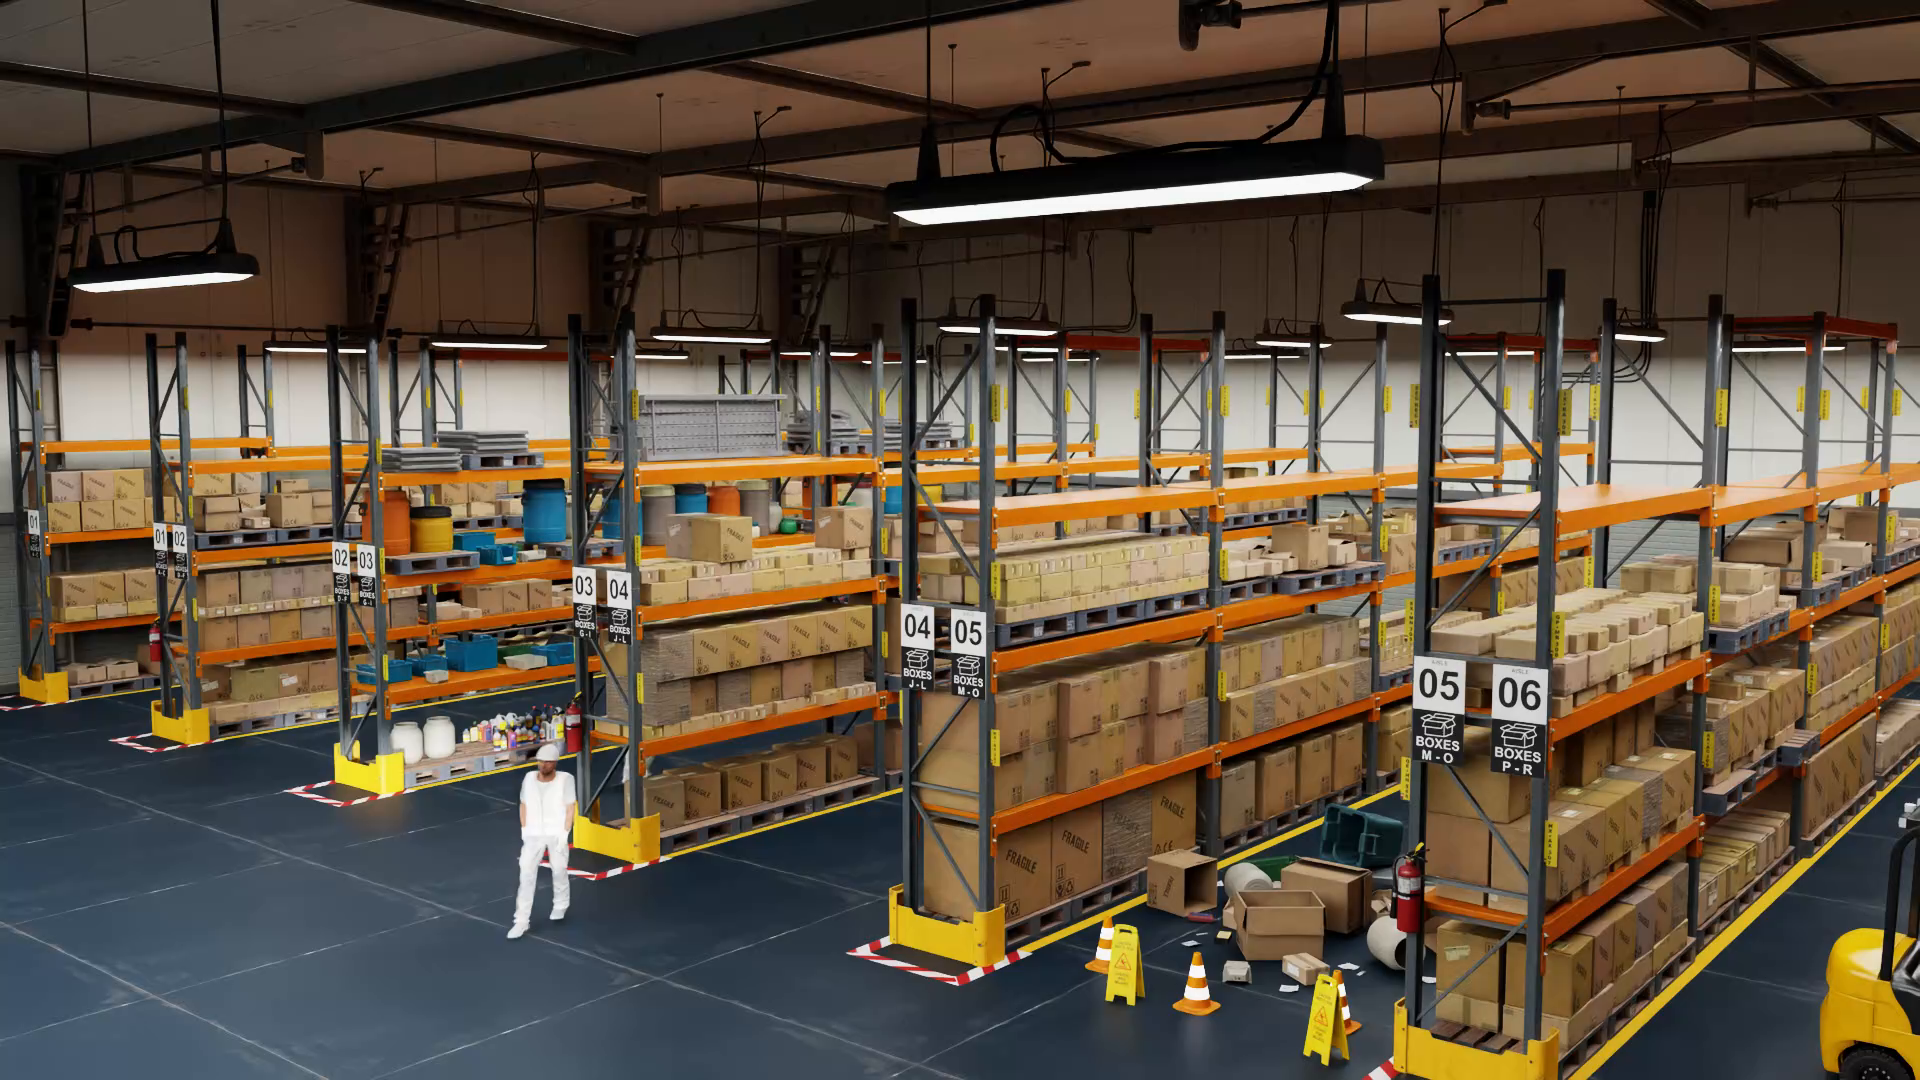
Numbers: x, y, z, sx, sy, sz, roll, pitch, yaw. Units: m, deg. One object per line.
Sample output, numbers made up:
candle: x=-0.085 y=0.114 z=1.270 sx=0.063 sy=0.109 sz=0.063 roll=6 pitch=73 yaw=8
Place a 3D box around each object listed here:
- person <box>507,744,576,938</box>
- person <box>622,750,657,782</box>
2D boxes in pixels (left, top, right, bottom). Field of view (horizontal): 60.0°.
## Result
person: x=-3.984 y=2.837 z=15.930 sx=0.597 sy=1.749 sz=0.823 roll=0 pitch=5 yaw=-1
person: x=-4.215 y=2.296 z=21.930 sx=0.550 sy=1.764 sz=0.596 roll=-4 pitch=7 yaw=-39
